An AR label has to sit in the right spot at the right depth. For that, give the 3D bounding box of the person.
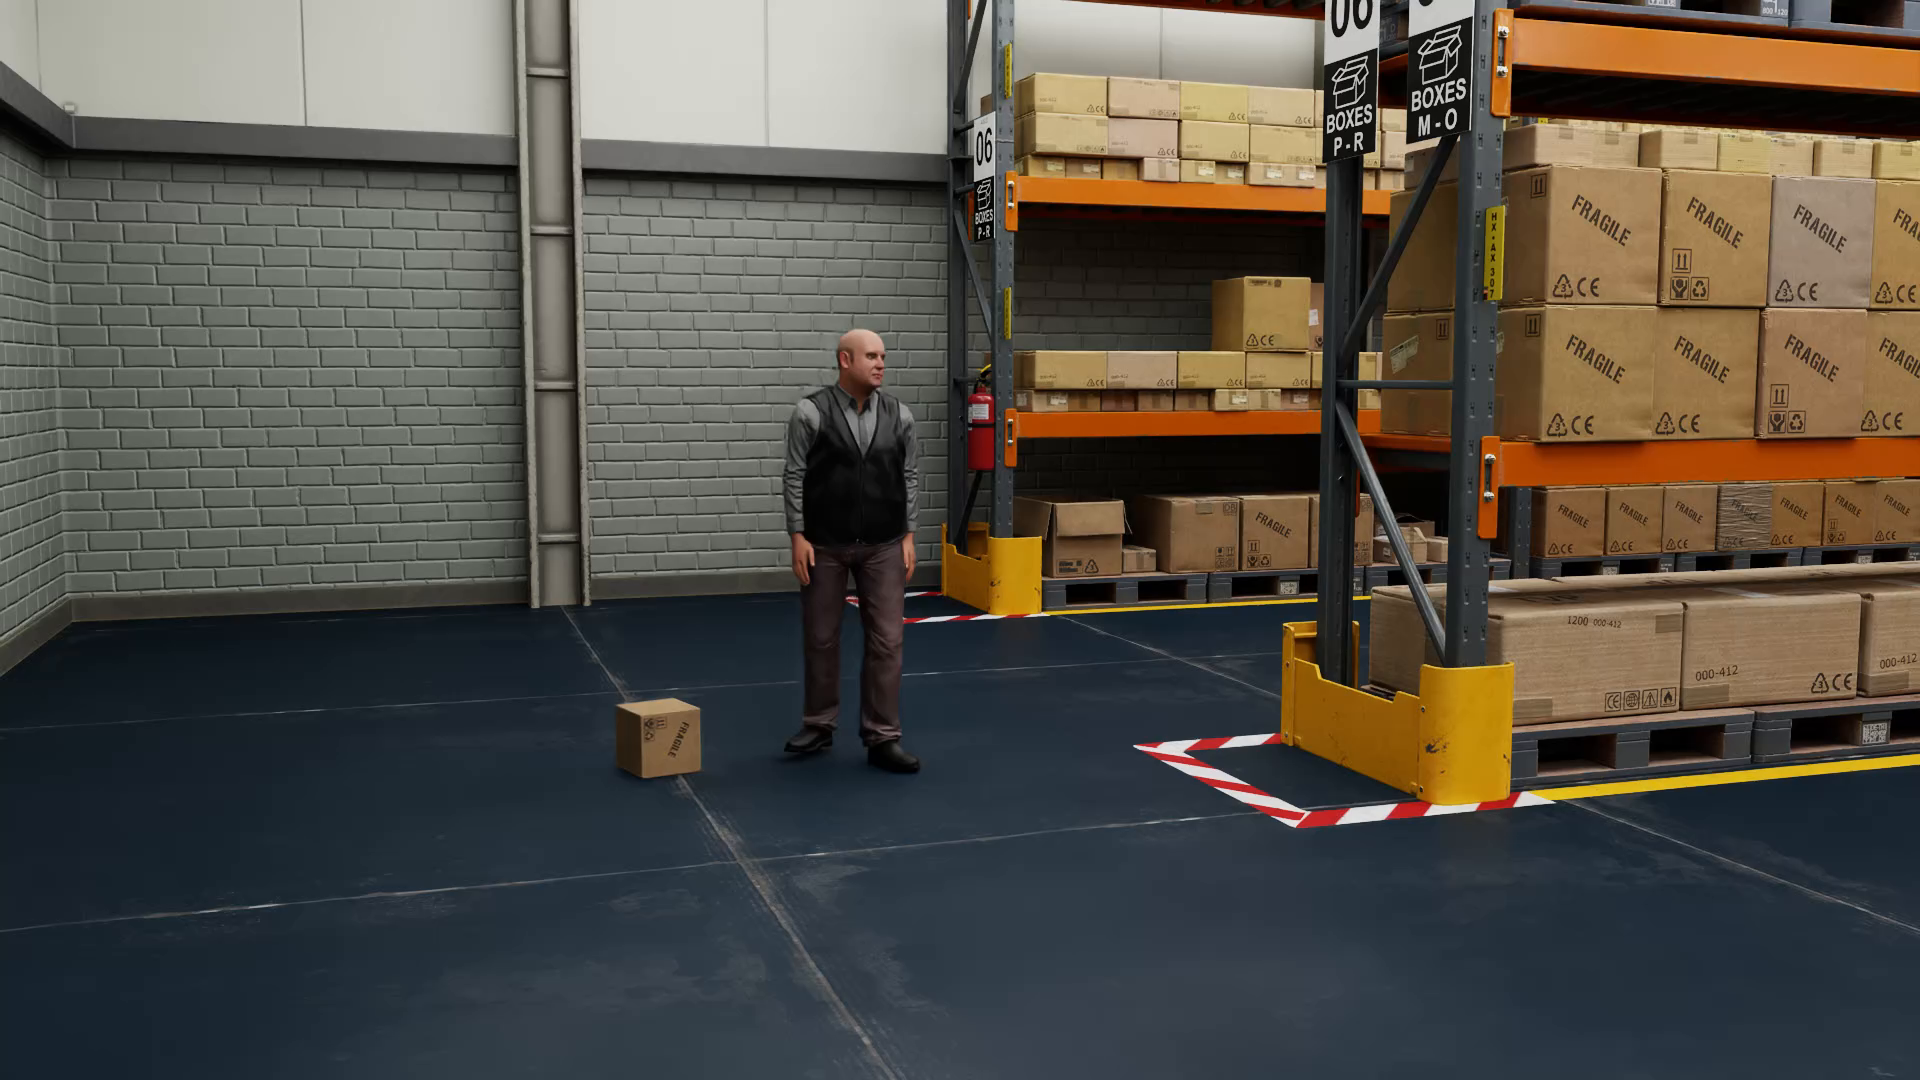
[{"bbox_3d":[-0.425,0.032,6.607,0.556,1.726,0.549,-1,6,-14],"label":"person"}]
